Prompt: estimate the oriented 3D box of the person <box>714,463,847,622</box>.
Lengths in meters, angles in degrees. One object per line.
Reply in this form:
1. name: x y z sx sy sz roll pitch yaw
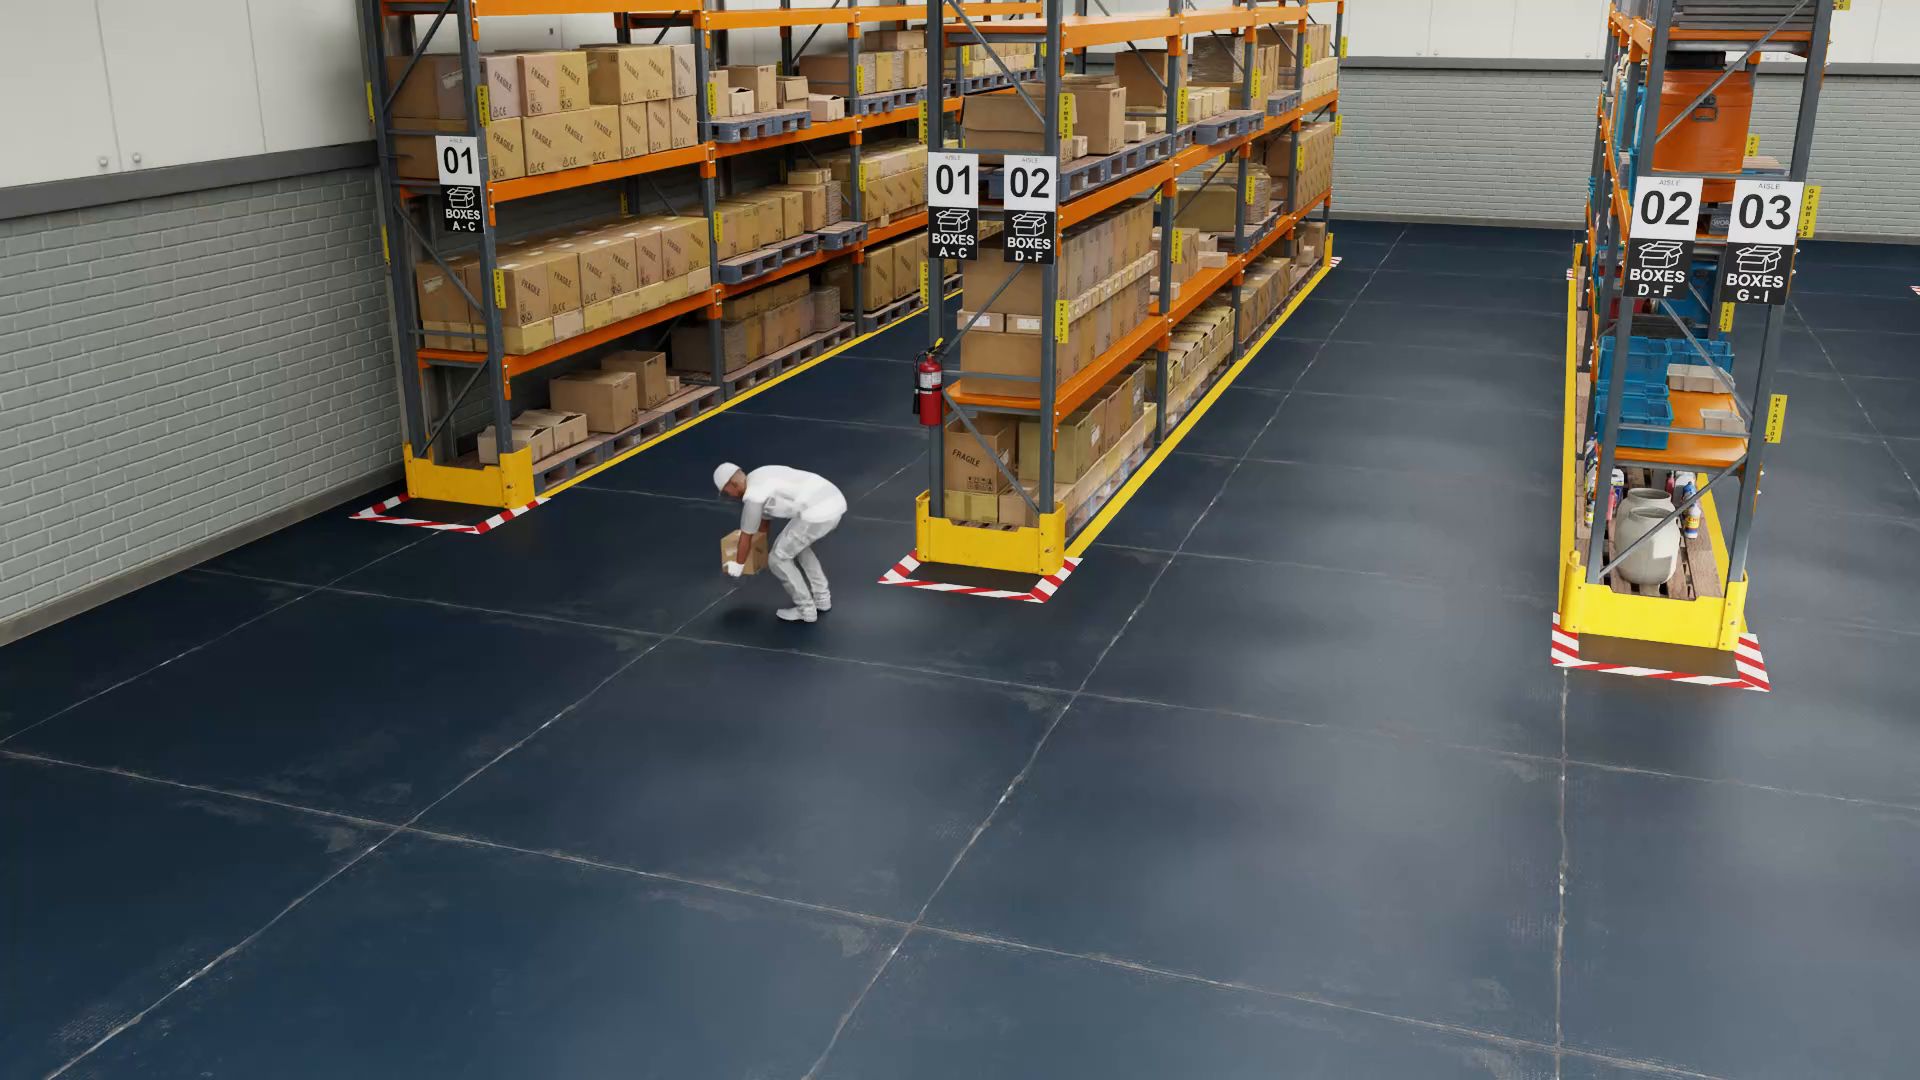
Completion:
1. person: -1.322 -0.002 12.104 0.958 1.103 0.534 5 19 16
